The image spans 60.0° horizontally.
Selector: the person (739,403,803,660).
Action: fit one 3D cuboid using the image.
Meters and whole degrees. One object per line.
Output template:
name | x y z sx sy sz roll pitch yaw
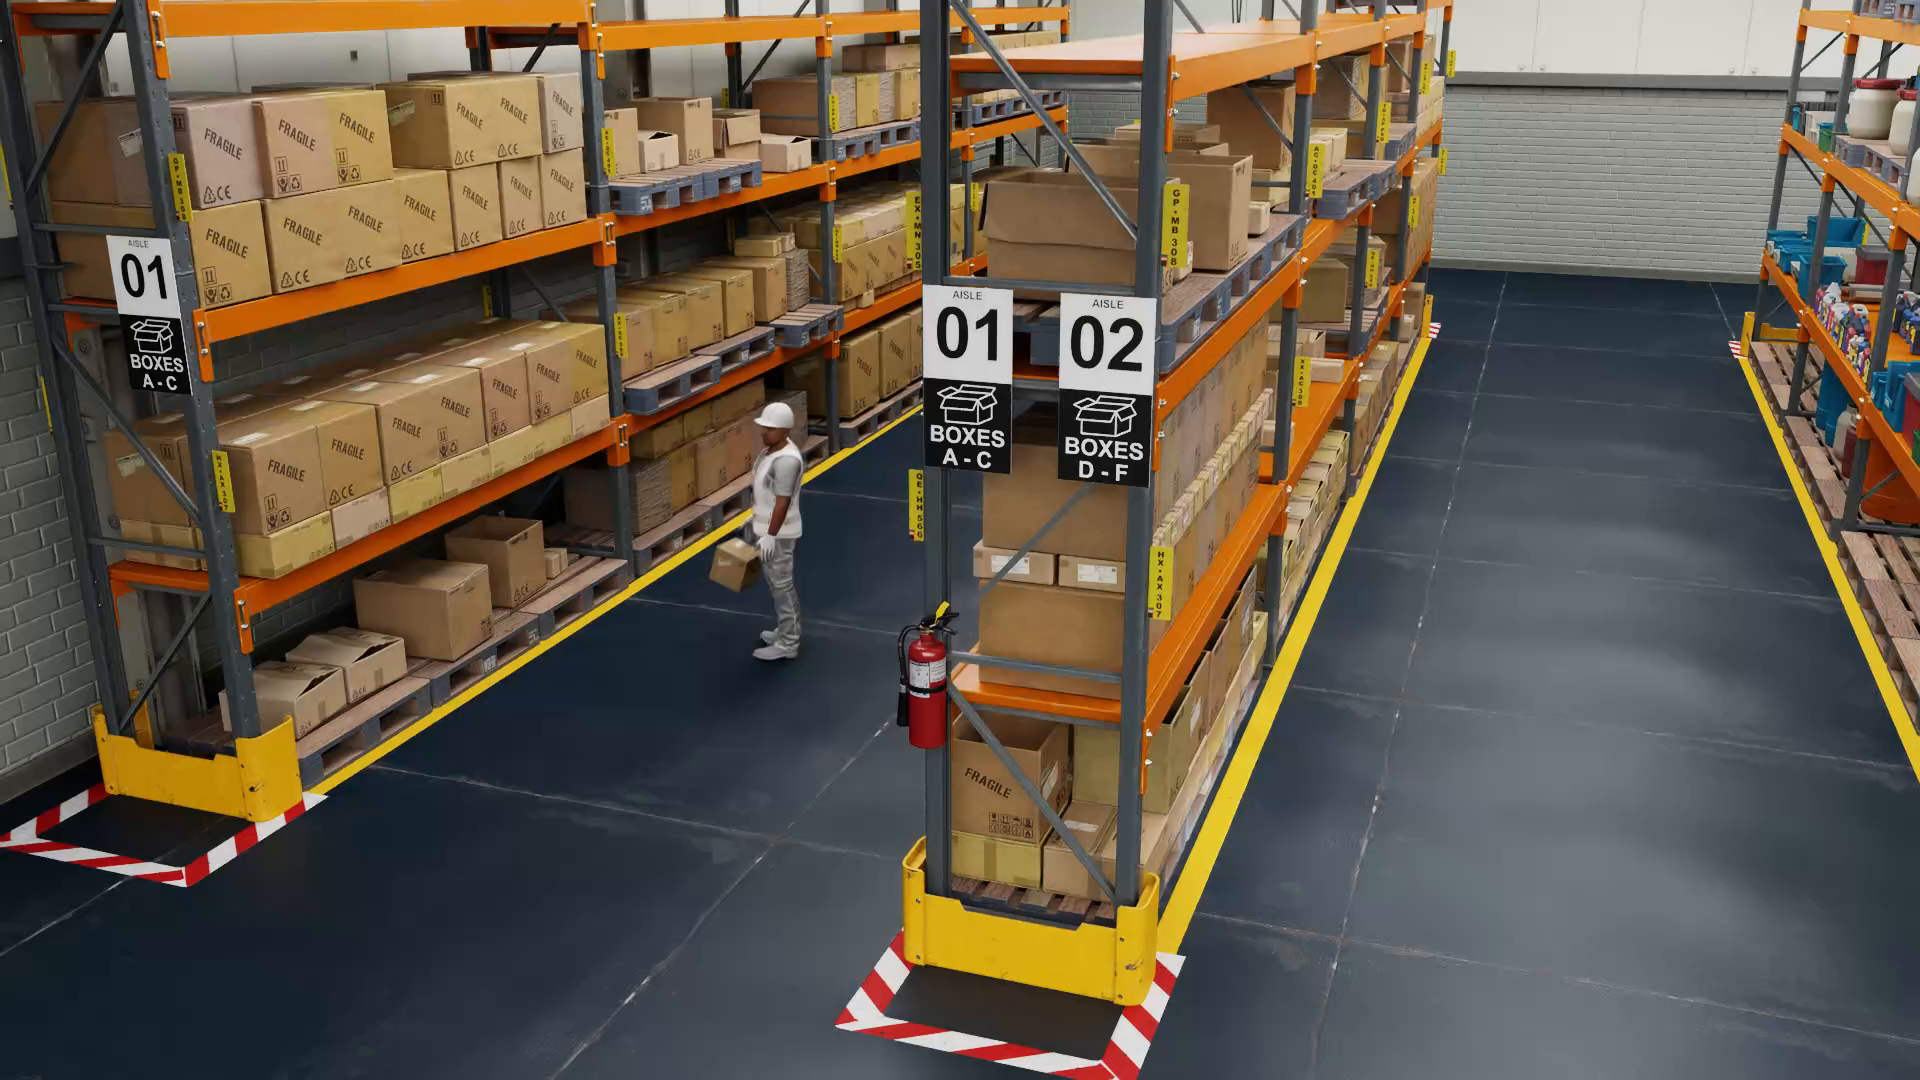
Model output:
person | -1.265 -0.062 11.172 0.419 1.782 0.625 -3 19 -10
